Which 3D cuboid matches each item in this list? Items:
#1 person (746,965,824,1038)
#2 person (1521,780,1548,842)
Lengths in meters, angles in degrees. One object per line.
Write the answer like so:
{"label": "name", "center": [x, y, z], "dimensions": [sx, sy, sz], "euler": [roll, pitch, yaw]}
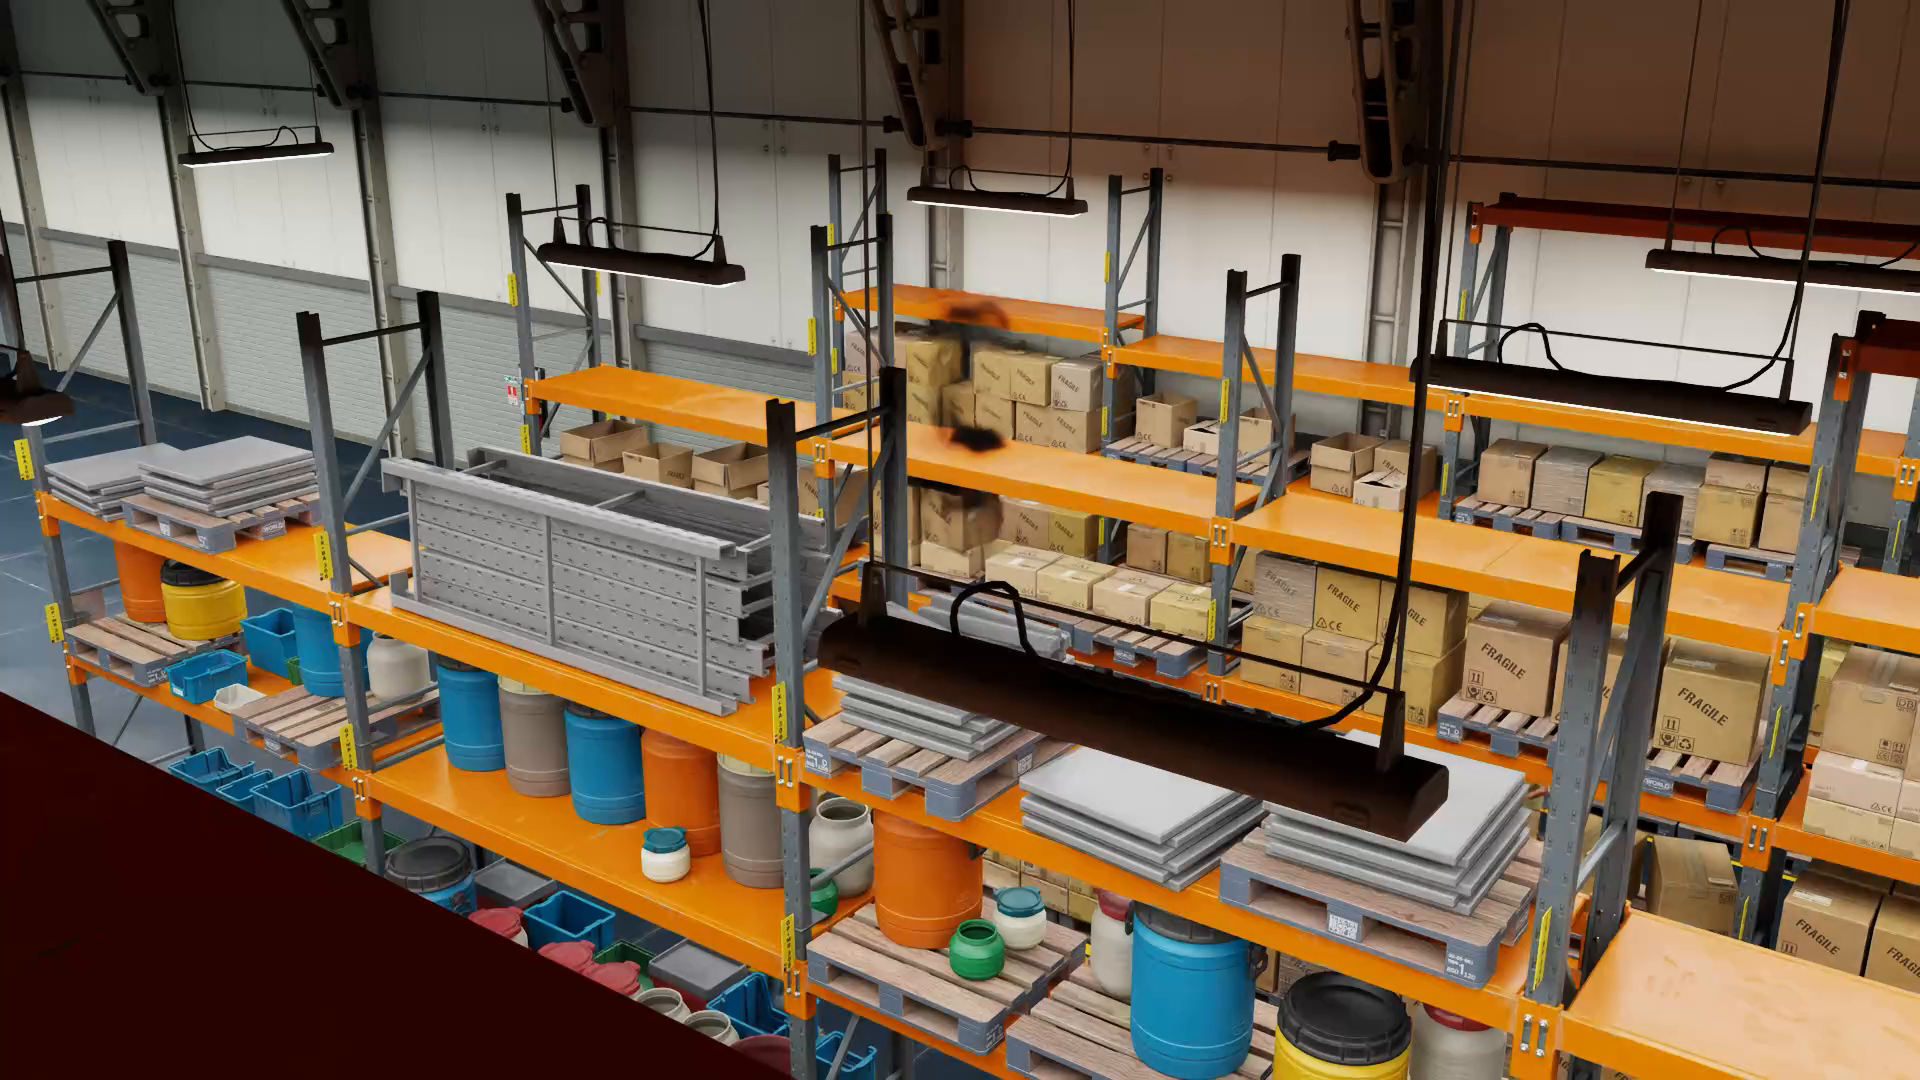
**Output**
{"label": "person", "center": [-1.480, 3.226, 12.722], "dimensions": [0.899, 1.745, 0.686], "euler": [11, 22, 30]}
{"label": "person", "center": [5.253, 2.432, 15.277], "dimensions": [0.758, 1.628, 0.588], "euler": [9, 21, 26]}
